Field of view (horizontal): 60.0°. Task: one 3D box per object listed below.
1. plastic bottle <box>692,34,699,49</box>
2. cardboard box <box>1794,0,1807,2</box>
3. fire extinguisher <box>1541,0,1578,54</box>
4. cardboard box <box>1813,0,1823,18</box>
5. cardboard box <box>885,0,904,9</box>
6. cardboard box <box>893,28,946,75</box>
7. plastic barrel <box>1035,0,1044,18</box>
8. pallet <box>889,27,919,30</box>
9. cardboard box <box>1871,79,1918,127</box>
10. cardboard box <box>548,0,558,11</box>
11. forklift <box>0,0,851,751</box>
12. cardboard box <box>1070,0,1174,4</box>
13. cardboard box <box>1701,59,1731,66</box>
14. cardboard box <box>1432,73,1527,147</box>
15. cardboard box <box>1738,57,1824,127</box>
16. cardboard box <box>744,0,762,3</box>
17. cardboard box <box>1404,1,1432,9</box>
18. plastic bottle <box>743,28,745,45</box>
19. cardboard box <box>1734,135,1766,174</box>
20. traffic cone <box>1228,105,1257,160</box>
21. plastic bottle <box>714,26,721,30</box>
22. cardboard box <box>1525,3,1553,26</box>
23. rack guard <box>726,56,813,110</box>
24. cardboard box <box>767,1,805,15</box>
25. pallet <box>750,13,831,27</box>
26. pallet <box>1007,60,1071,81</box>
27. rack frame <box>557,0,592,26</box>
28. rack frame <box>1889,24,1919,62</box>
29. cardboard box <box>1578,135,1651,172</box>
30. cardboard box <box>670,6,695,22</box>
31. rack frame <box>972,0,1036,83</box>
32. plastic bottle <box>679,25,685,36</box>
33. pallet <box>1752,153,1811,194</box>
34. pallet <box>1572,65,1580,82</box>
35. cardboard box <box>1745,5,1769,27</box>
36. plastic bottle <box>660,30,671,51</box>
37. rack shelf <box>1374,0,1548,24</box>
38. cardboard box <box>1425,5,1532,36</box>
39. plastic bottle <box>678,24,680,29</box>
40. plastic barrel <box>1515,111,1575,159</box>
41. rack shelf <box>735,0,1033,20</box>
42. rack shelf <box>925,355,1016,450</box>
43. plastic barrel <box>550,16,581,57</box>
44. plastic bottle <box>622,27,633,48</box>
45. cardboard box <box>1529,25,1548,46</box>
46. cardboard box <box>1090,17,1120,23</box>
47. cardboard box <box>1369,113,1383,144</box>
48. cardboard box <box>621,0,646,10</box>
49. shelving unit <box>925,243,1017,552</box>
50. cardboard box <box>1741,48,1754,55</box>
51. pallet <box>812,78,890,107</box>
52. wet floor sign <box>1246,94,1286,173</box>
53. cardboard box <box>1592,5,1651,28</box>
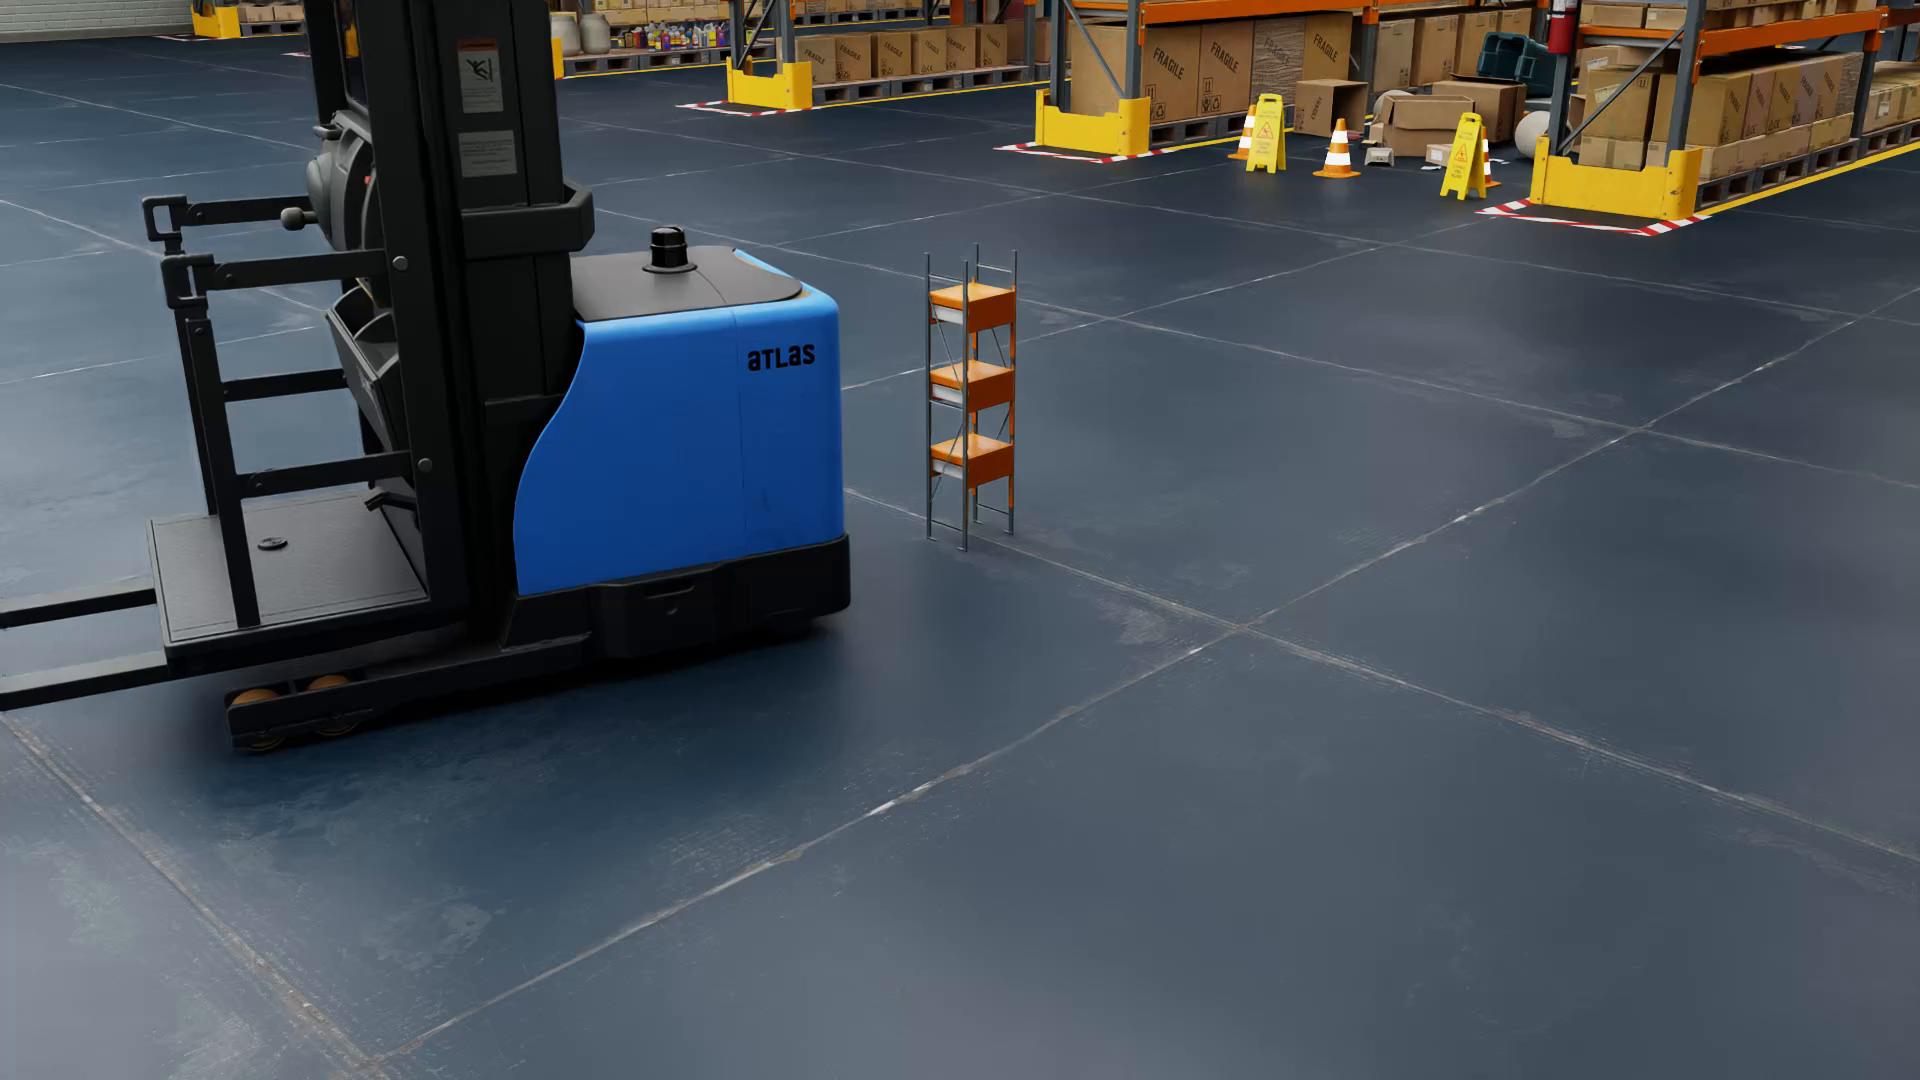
[{"bbox_3d":[-3.770,-7.091,23.629,0.097,0.201,0.097,0,21,0],"label":"plastic bottle"},{"bbox_3d":[6.462,-4.527,13.119,0.500,0.500,0.500,19,28,40],"label":"cardboard box"},{"bbox_3d":[4.460,-3.941,12.256,0.296,0.674,0.183,19,28,41],"label":"fire extinguisher"},{"bbox_3d":[6.748,-4.323,13.492,0.380,0.149,0.250,19,28,40],"label":"cardboard box"},{"bbox_3d":[-1.444,-10.652,32.478,0.500,0.500,0.500,19,28,41],"label":"cardboard box"},{"bbox_3d":[-0.519,-6.008,20.424,0.500,0.500,0.500,16,26,36],"label":"cardboard box"},{"bbox_3d":[1.248,-9.291,28.947,0.421,0.512,0.421,0,21,0],"label":"plastic barrel"},{"bbox_3d":[-0.767,-8.177,27.054,1.003,0.211,1.213,19,28,41],"label":"pallet"},{"bbox_3d":[8.523,-4.210,15.925,0.625,0.372,0.950,-18,27,-39],"label":"cardboard box"},{"bbox_3d":[-7.083,-9.102,27.777,0.500,0.500,0.500,19,28,41],"label":"cardboard box"},{"bbox_3d":[-1.902,-1.004,4.602,3.031,2.935,1.130,-10,23,-25],"label":"forklift"},{"bbox_3d":[1.479,-5.281,15.425,0.875,0.550,0.550,19,28,41],"label":"cardboard box"},{"bbox_3d":[5.961,-3.688,13.692,0.500,0.500,0.500,18,28,39],"label":"cardboard box"},{"bbox_3d":[4.928,-4.117,15.896,0.797,0.637,0.503,19,28,41],"label":"cardboard box"},{"bbox_3d":[6.731,-3.701,13.723,0.500,0.500,0.500,-18,28,-39],"label":"cardboard box"},{"bbox_3d":[-3.934,-9.887,30.082,0.500,0.311,0.500,-19,28,-41],"label":"cardboard box"},{"bbox_3d":[7.286,-9.042,27.794,0.875,0.875,0.875,19,28,41],"label":"cardboard box"},{"bbox_3d":[-3.231,-7.371,24.150,0.144,0.351,0.185,18,28,39],"label":"plastic bottle"},{"bbox_3d":[5.992,-3.072,13.132,0.500,0.250,0.500,-19,28,-40],"label":"cardboard box"},{"bbox_3d":[2.641,-3.701,15.060,0.336,0.463,0.334,19,28,41],"label":"traffic cone"},{"bbox_3d":[-3.489,-7.317,24.115,0.152,0.276,0.135,19,28,41],"label":"plastic bottle"},{"bbox_3d":[7.488,-6.657,21.067,0.500,0.250,0.500,18,27,38],"label":"cardboard box"},{"bbox_3d":[-2.177,-5.225,18.971,1.175,0.500,0.348,19,28,41],"label":"rack guard"},{"bbox_3d":[-3.222,-9.993,30.763,0.500,0.500,0.500,-19,28,-40],"label":"cardboard box"},{"bbox_3d":[-3.197,-9.789,31.250,1.003,0.211,1.213,19,28,41],"label":"pallet"},{"bbox_3d":[1.102,-6.299,22.169,1.003,0.211,1.213,19,28,41],"label":"pallet"},{"bbox_3d":[-6.535,-9.880,27.600,1.000,3.000,0.127,19,28,41],"label":"rack frame"},{"bbox_3d":[10.451,-5.948,17.369,1.000,3.000,0.127,19,28,41],"label":"rack frame"},{"bbox_3d":[5.258,-3.085,13.168,0.500,0.250,0.500,19,28,40],"label":"cardboard box"},{"bbox_3d":[-5.004,-9.230,29.155,0.500,0.250,0.500,-20,28,-41],"label":"cardboard box"},{"bbox_3d":[0.560,-7.400,21.147,1.000,3.000,0.127,19,28,41],"label":"rack frame"},{"bbox_3d":[-4.057,-7.372,24.264,0.097,0.271,0.097,0,21,0],"label":"plastic bottle"},{"bbox_3d":[6.366,-3.122,13.902,1.003,0.211,1.213,19,28,41],"label":"pallet"},{"bbox_3d":[7.380,-6.060,21.546,1.003,0.211,1.213,19,28,41],"label":"pallet"},{"bbox_3d":[5.874,-3.980,12.598,0.250,0.149,0.380,-20,28,-41],"label":"cardboard box"},{"bbox_3d":[-4.120,-6.991,23.254,0.133,0.283,0.061,-20,28,-41],"label":"plastic bottle"},{"bbox_3d":[5.438,-6.311,19.316,1.077,0.370,4.000,19,28,41],"label":"rack shelf"},{"bbox_3d":[6.344,-6.173,20.504,1.050,0.750,0.750,19,28,40],"label":"cardboard box"},{"bbox_3d":[-4.126,-7.393,24.301,0.133,0.283,0.061,-19,28,-40],"label":"plastic bottle"},{"bbox_3d":[5.226,-3.599,14.848,0.421,0.421,0.512,-2,21,-5],"label":"plastic barrel"},{"bbox_3d":[-0.835,-6.550,19.938,1.077,0.370,4.000,19,28,41],"label":"rack shelf"},{"bbox_3d":[0.037,-0.494,5.926,0.215,0.259,0.240,19,28,41],"label":"rack shelf"},{"bbox_3d":[-5.375,-6.835,22.558,0.421,0.512,0.421,0,21,0],"label":"plastic barrel"},{"bbox_3d":[-4.744,-7.165,23.709,0.133,0.283,0.061,-19,28,-41],"label":"plastic bottle"},{"bbox_3d":[7.510,-6.308,21.205,0.500,0.500,0.500,18,27,38],"label":"cardboard box"},{"bbox_3d":[1.740,-6.853,22.594,0.700,0.500,0.500,16,26,36],"label":"cardboard box"},{"bbox_3d":[4.164,-3.954,15.991,0.258,0.266,0.396,-14,25,-33],"label":"cardboard box"},{"bbox_3d":[-5.715,-9.226,28.363,0.500,0.311,0.500,19,28,40],"label":"cardboard box"},{"bbox_3d":[0.037,-0.504,5.922,0.215,1.050,0.252,19,28,41],"label":"shelving unit"},{"bbox_3d":[6.568,-4.251,14.253,0.250,0.149,0.380,-19,28,-40],"label":"cardboard box"},{"bbox_3d":[-1.585,-5.290,19.543,1.003,0.211,1.213,19,28,41],"label":"pallet"},{"bbox_3d":[2.651,-3.503,14.288,0.267,0.644,0.232,14,25,32],"label":"wet floor sign"},{"bbox_3d":[4.978,-3.924,12.453,0.250,0.149,0.380,-19,28,-40],"label":"cardboard box"}]
